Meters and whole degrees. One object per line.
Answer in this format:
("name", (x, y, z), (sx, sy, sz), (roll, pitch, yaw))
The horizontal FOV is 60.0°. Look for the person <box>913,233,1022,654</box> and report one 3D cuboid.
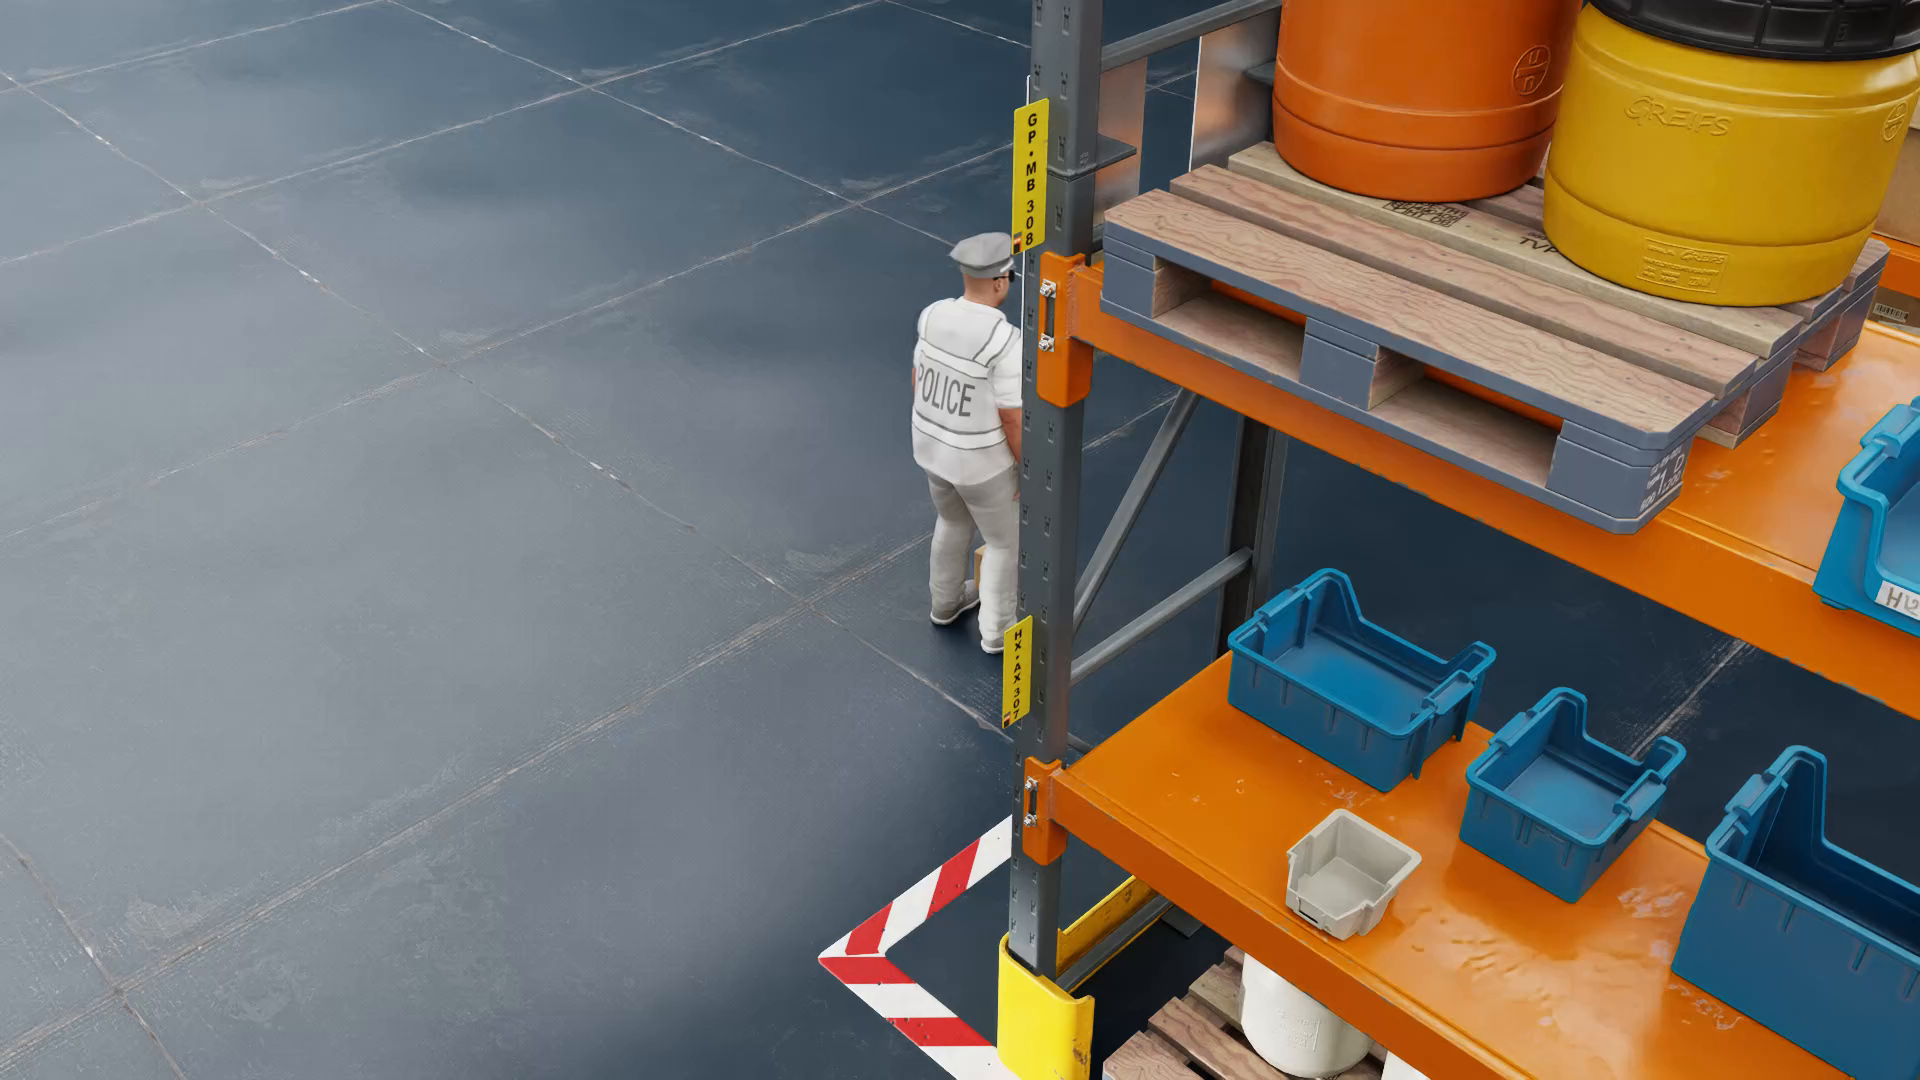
("person", (0.054, -0.353, 6.639), (0.588, 1.748, 0.434), (29, 45, 35))
